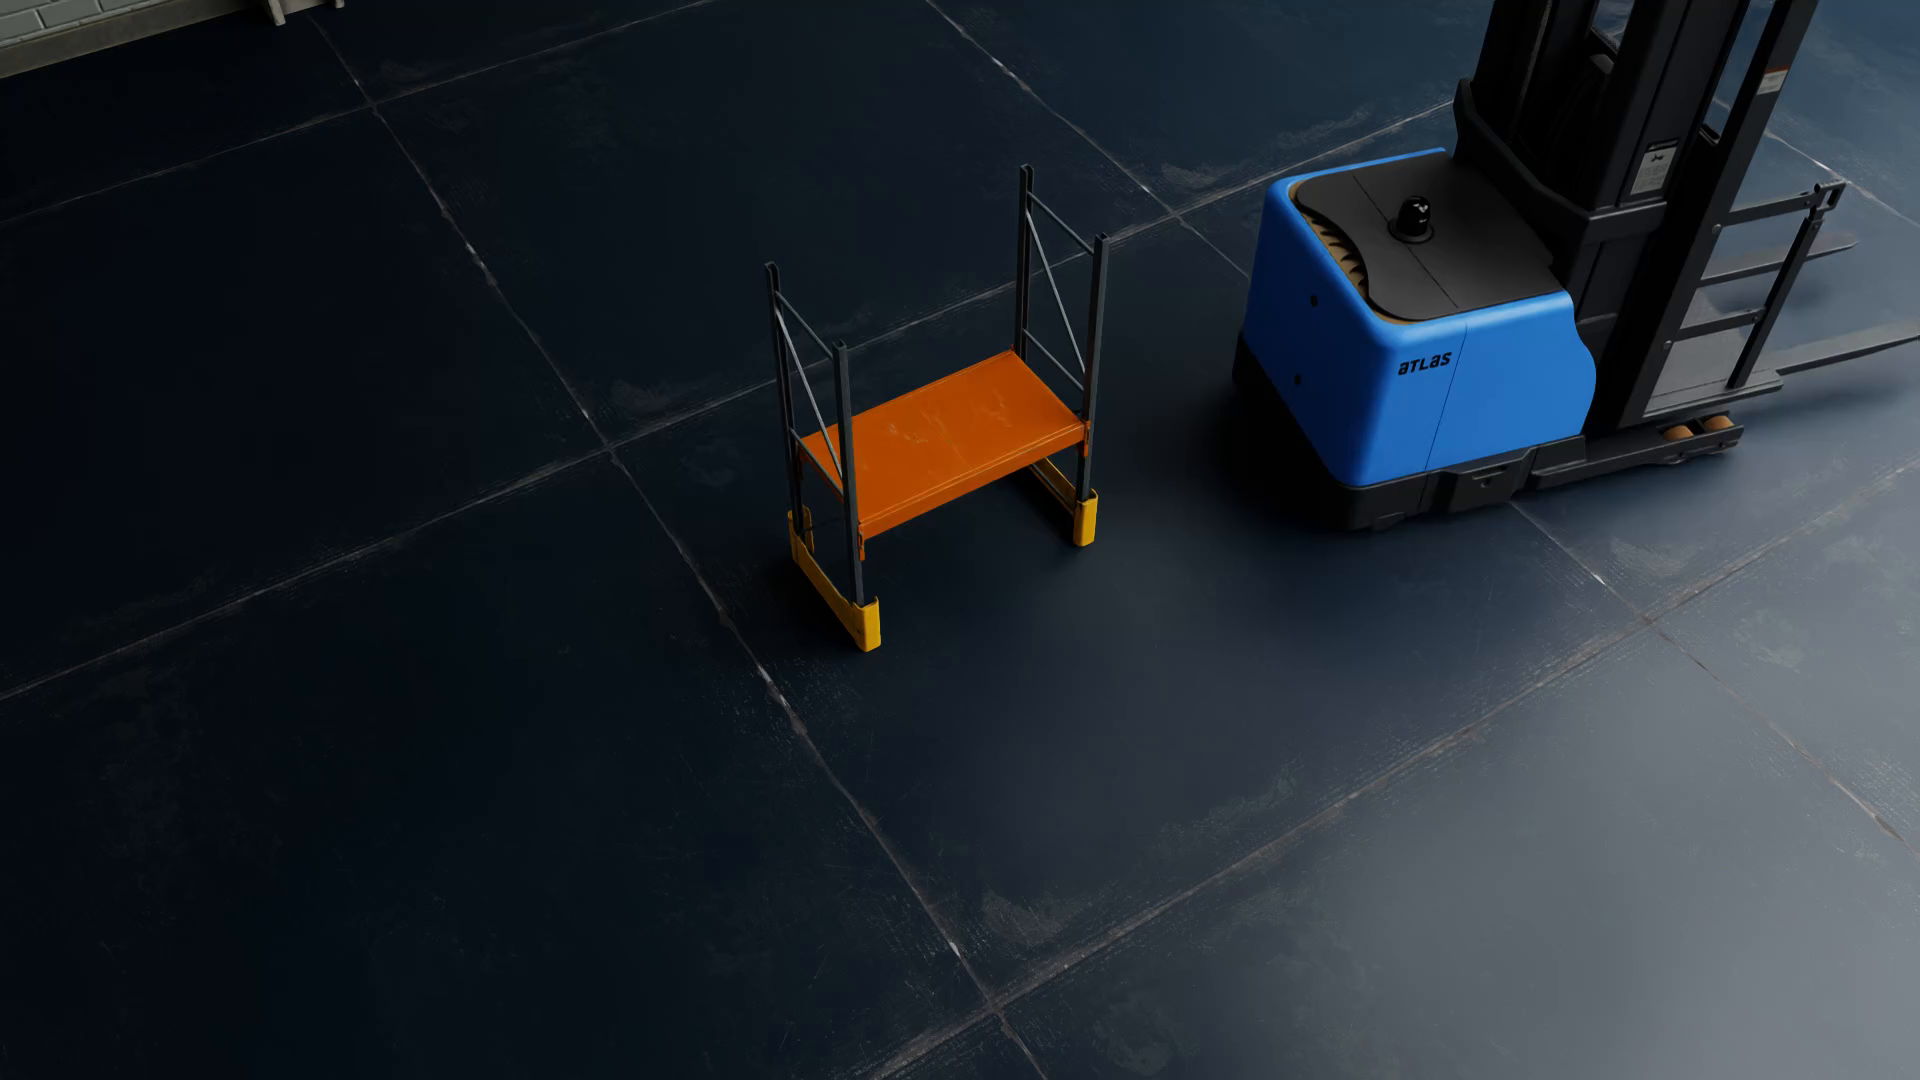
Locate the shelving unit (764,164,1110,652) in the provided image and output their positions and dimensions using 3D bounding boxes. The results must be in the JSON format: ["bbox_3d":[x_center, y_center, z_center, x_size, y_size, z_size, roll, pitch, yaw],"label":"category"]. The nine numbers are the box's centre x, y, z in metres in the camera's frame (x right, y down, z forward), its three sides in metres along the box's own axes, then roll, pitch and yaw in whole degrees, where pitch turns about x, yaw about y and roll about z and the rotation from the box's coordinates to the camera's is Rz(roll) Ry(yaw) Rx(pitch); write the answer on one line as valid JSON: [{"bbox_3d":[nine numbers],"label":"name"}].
[{"bbox_3d":[-0.064,-0.468,6.108,1.083,1.500,0.587,-25,53,-21],"label":"shelving unit"}]

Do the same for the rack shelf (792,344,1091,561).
[{"bbox_3d":[-0.072,-0.345,6.239,1.000,0.185,0.538,-25,53,-21],"label":"rack shelf"}]

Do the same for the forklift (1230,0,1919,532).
[{"bbox_3d":[2.750,-1.655,6.206,3.031,2.935,1.130,-13,50,-12],"label":"forklift"}]

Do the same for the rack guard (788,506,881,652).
[{"bbox_3d":[-0.486,0.146,6.398,0.087,0.250,0.587,-25,53,-21],"label":"rack guard"}]

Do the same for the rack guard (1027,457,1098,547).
[{"bbox_3d":[0.357,-0.251,6.752,0.087,0.250,0.587,-25,53,-21],"label":"rack guard"}]

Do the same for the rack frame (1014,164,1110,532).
[{"bbox_3d":[0.358,-0.667,6.285,0.032,1.500,0.500,-25,53,-21],"label":"rack frame"}]

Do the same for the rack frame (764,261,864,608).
[{"bbox_3d":[-0.502,-0.262,5.925,0.032,1.500,0.500,-25,53,-21],"label":"rack frame"}]
